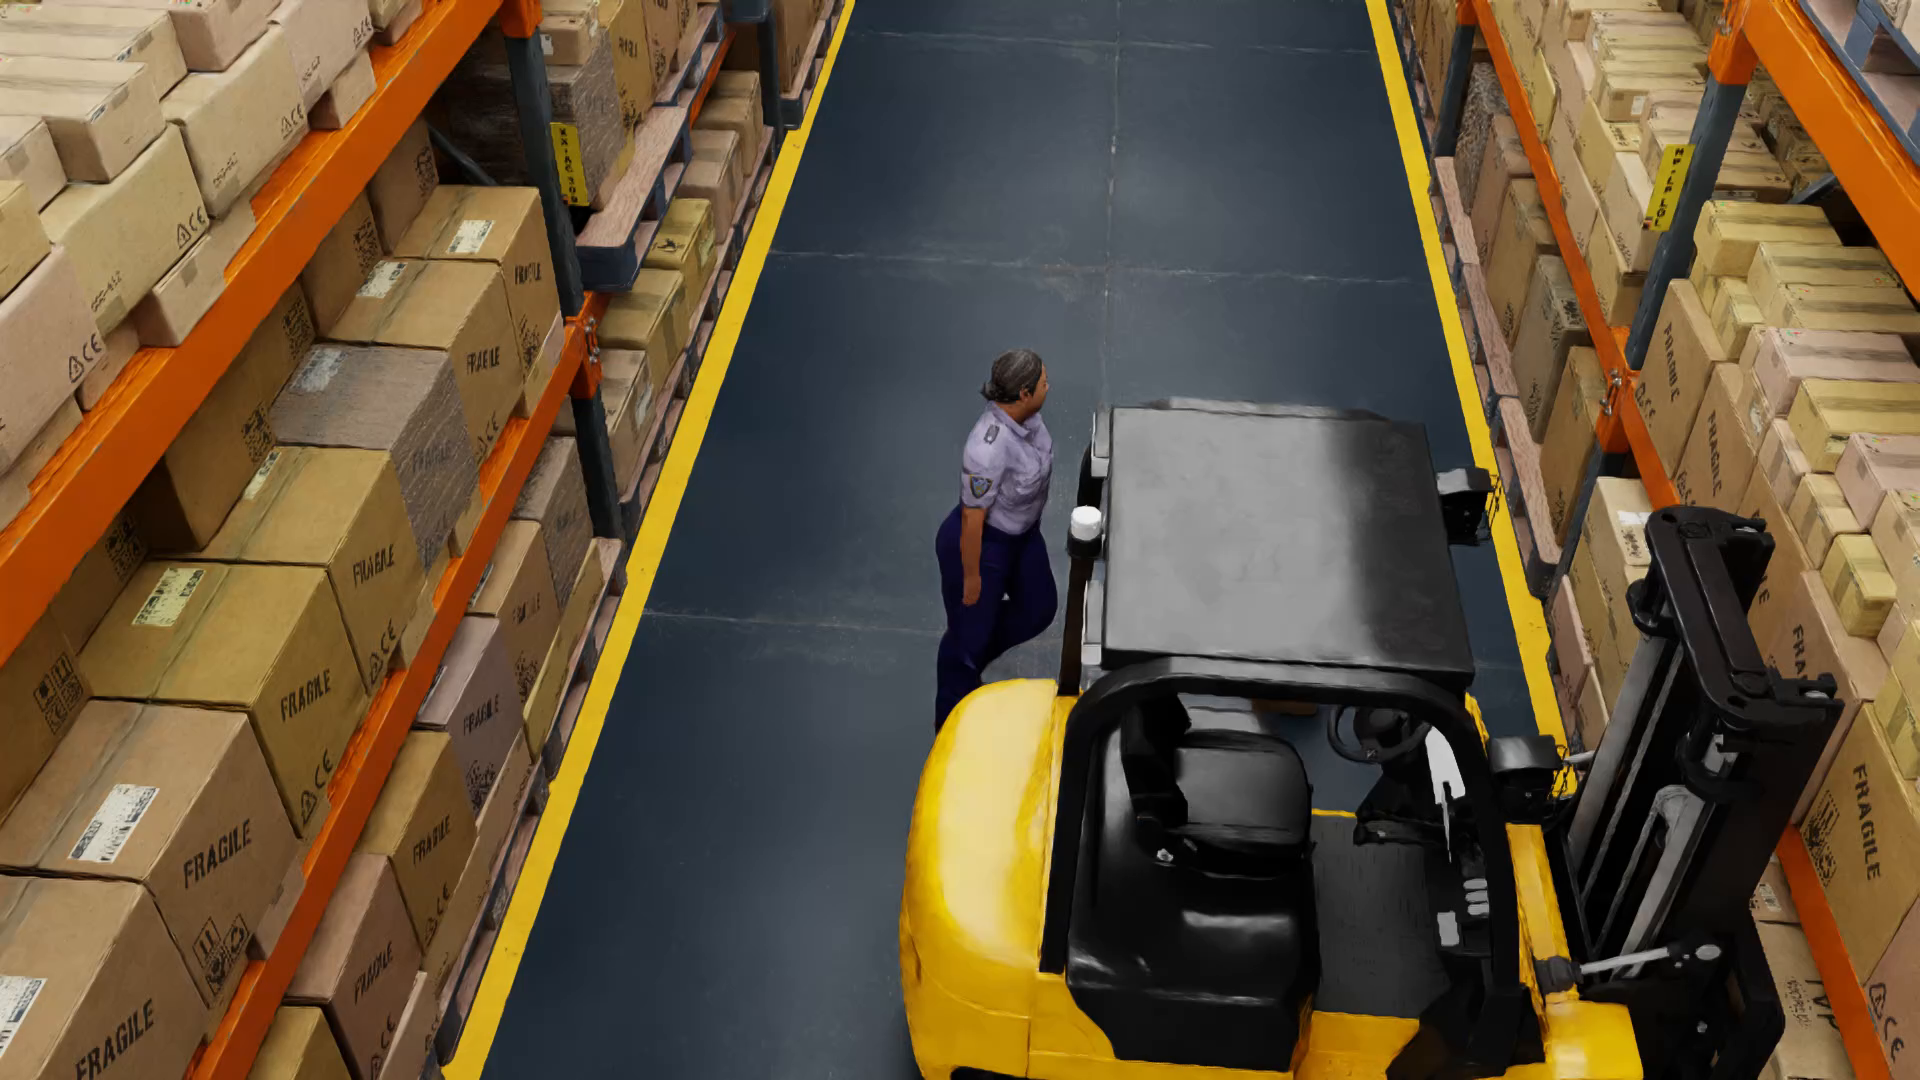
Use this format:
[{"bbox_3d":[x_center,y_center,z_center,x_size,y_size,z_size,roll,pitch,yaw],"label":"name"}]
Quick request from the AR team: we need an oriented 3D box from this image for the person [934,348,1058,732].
[{"bbox_3d":[0.134,0.023,6.137,0.434,1.616,0.615,17,43,19],"label":"person"}]
